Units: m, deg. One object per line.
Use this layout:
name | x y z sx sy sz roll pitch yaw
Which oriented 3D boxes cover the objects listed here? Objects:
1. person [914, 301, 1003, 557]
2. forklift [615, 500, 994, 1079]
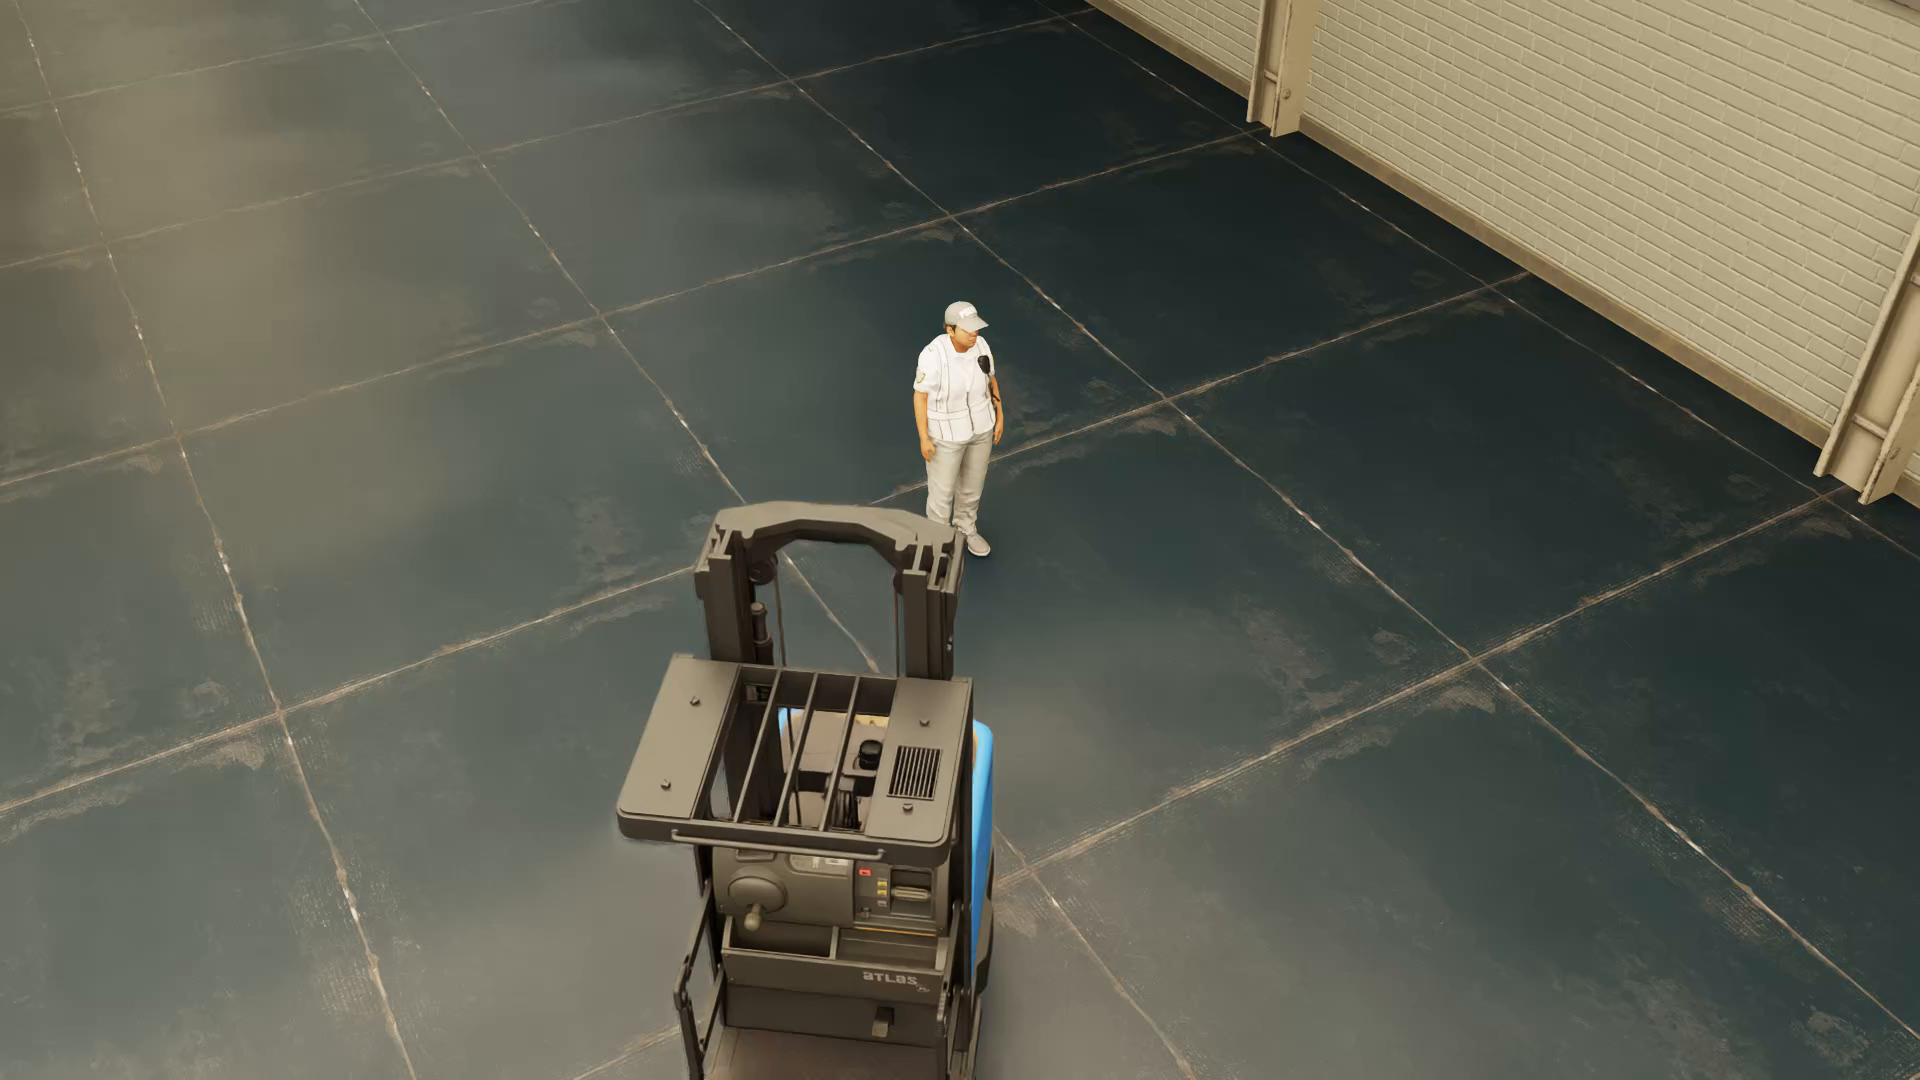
person | 0.019 -0.598 9.735 0.598 1.670 0.529 -20 44 -23
forklift | -0.528 1.428 6.315 1.130 2.935 3.031 4 40 5
